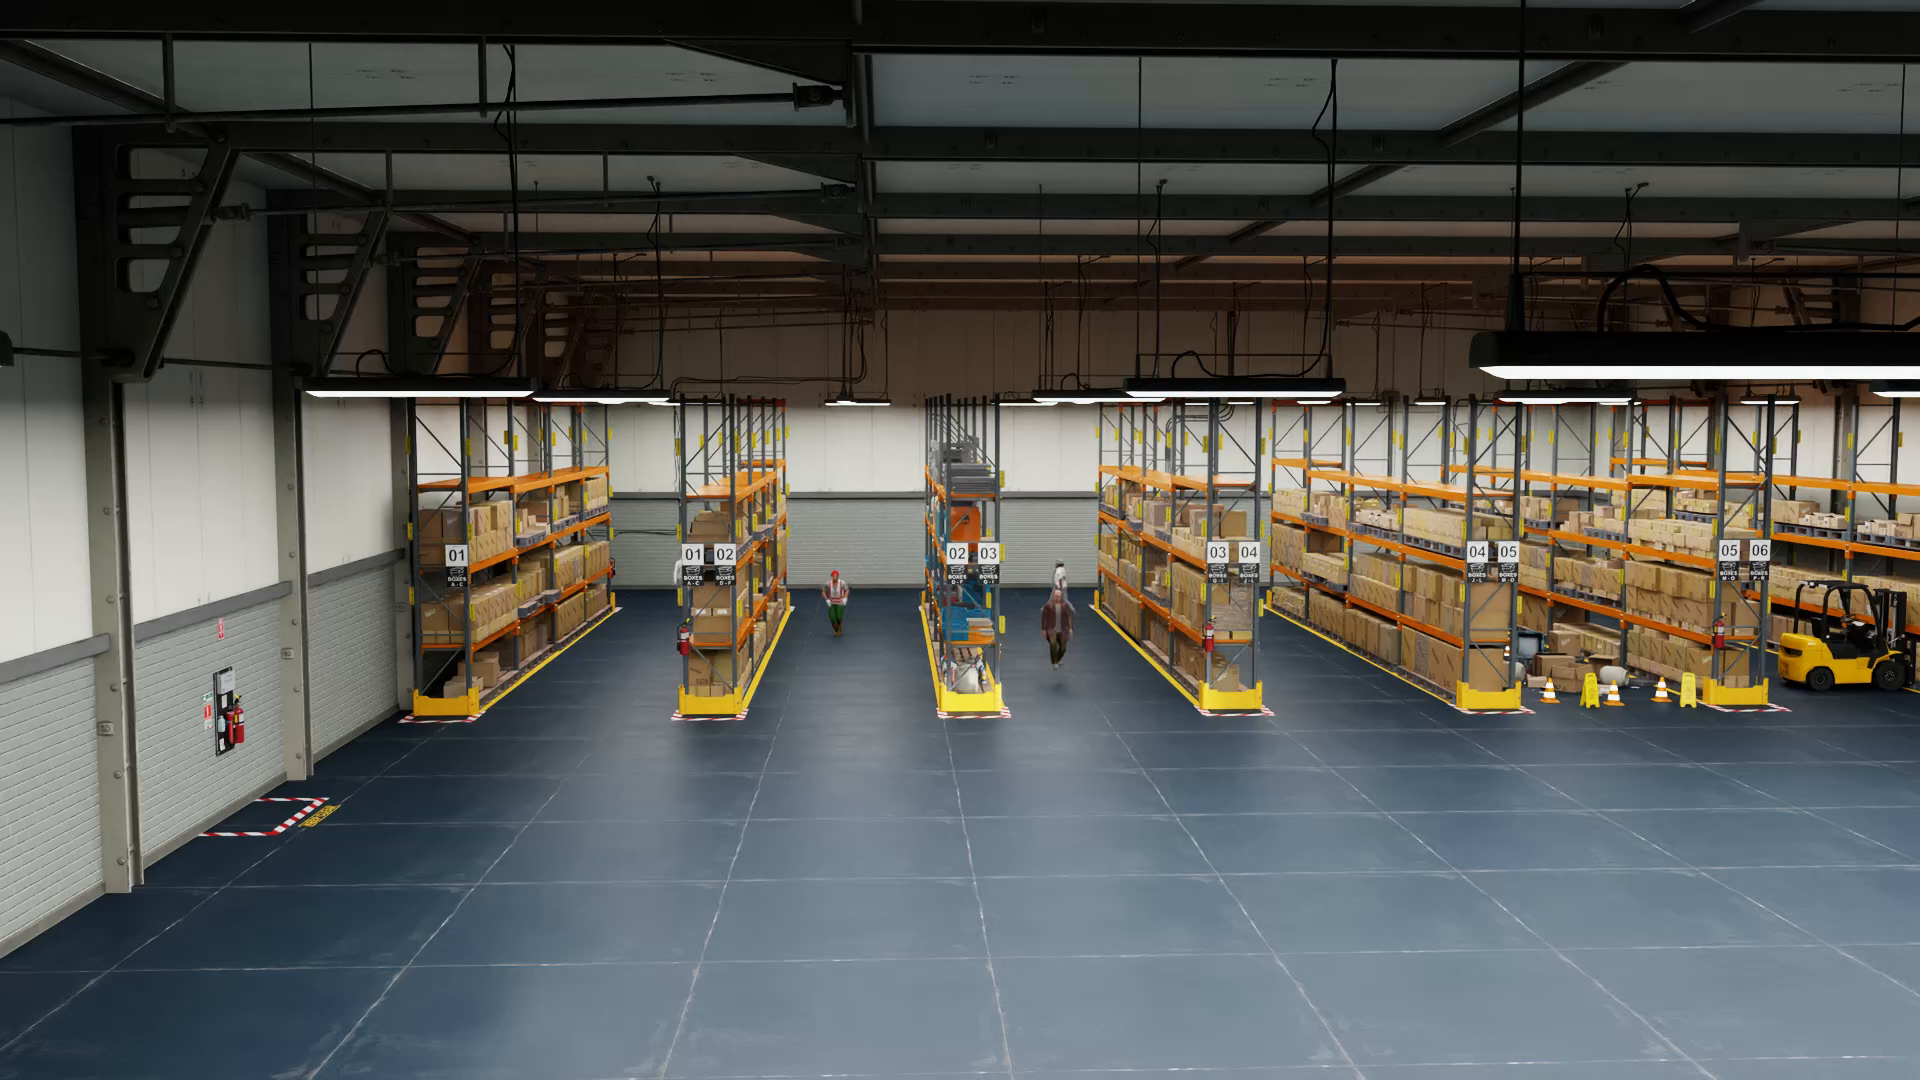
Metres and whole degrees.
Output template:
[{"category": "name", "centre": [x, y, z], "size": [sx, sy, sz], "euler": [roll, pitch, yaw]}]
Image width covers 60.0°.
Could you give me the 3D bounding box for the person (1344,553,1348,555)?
[{"category": "person", "centre": [11.070, 1.109, 47.311], "size": [0.674, 1.750, 0.542], "euler": [0, 5, -1]}]

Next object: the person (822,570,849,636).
[{"category": "person", "centre": [-3.126, 1.587, 41.780], "size": [0.670, 1.687, 0.631], "euler": [0, 5, 4]}]

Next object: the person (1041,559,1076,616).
[{"category": "person", "centre": [2.702, 1.308, 45.805], "size": [1.097, 1.586, 0.426], "euler": [3, 6, 35]}]

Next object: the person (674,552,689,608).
[{"category": "person", "centre": [-7.959, 1.119, 47.704], "size": [0.502, 1.609, 1.034], "euler": [0, 5, 0]}]

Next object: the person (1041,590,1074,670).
[{"category": "person", "centre": [2.059, 1.866, 35.060], "size": [0.642, 1.646, 0.787], "euler": [-1, 5, -13]}]
